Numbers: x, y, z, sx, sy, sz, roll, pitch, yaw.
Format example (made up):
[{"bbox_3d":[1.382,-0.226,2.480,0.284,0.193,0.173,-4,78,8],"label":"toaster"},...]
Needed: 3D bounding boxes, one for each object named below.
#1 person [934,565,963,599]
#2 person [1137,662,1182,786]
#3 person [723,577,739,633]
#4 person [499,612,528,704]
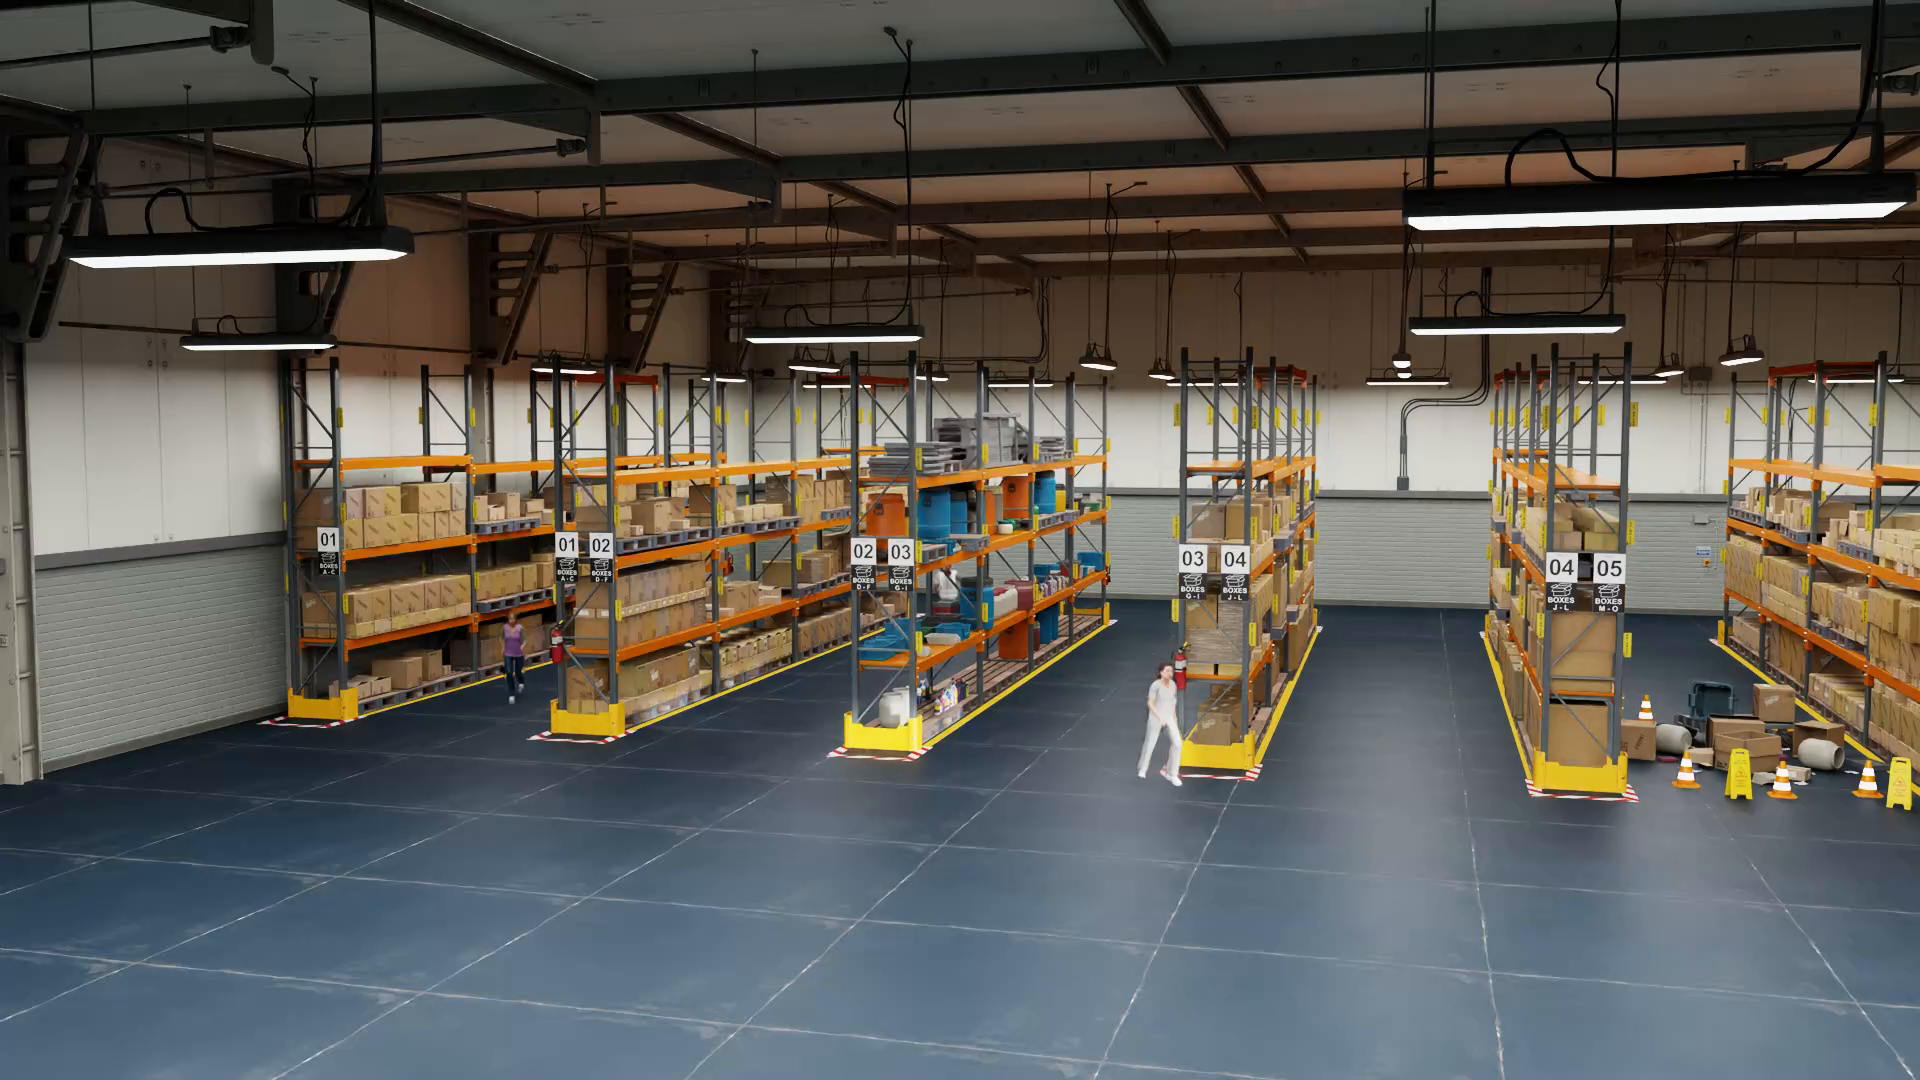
[{"bbox_3d":[-0.272,1.325,38.027,0.659,1.784,0.796,1,4,15],"label":"person"},{"bbox_3d":[2.754,2.474,22.706,0.515,1.647,0.810,-2,5,-25],"label":"person"},{"bbox_3d":[-5.040,1.562,36.377,0.605,1.555,0.768,0,4,5],"label":"person"},{"bbox_3d":[-7.911,2.056,29.491,0.519,1.598,0.840,-1,4,-8],"label":"person"}]
